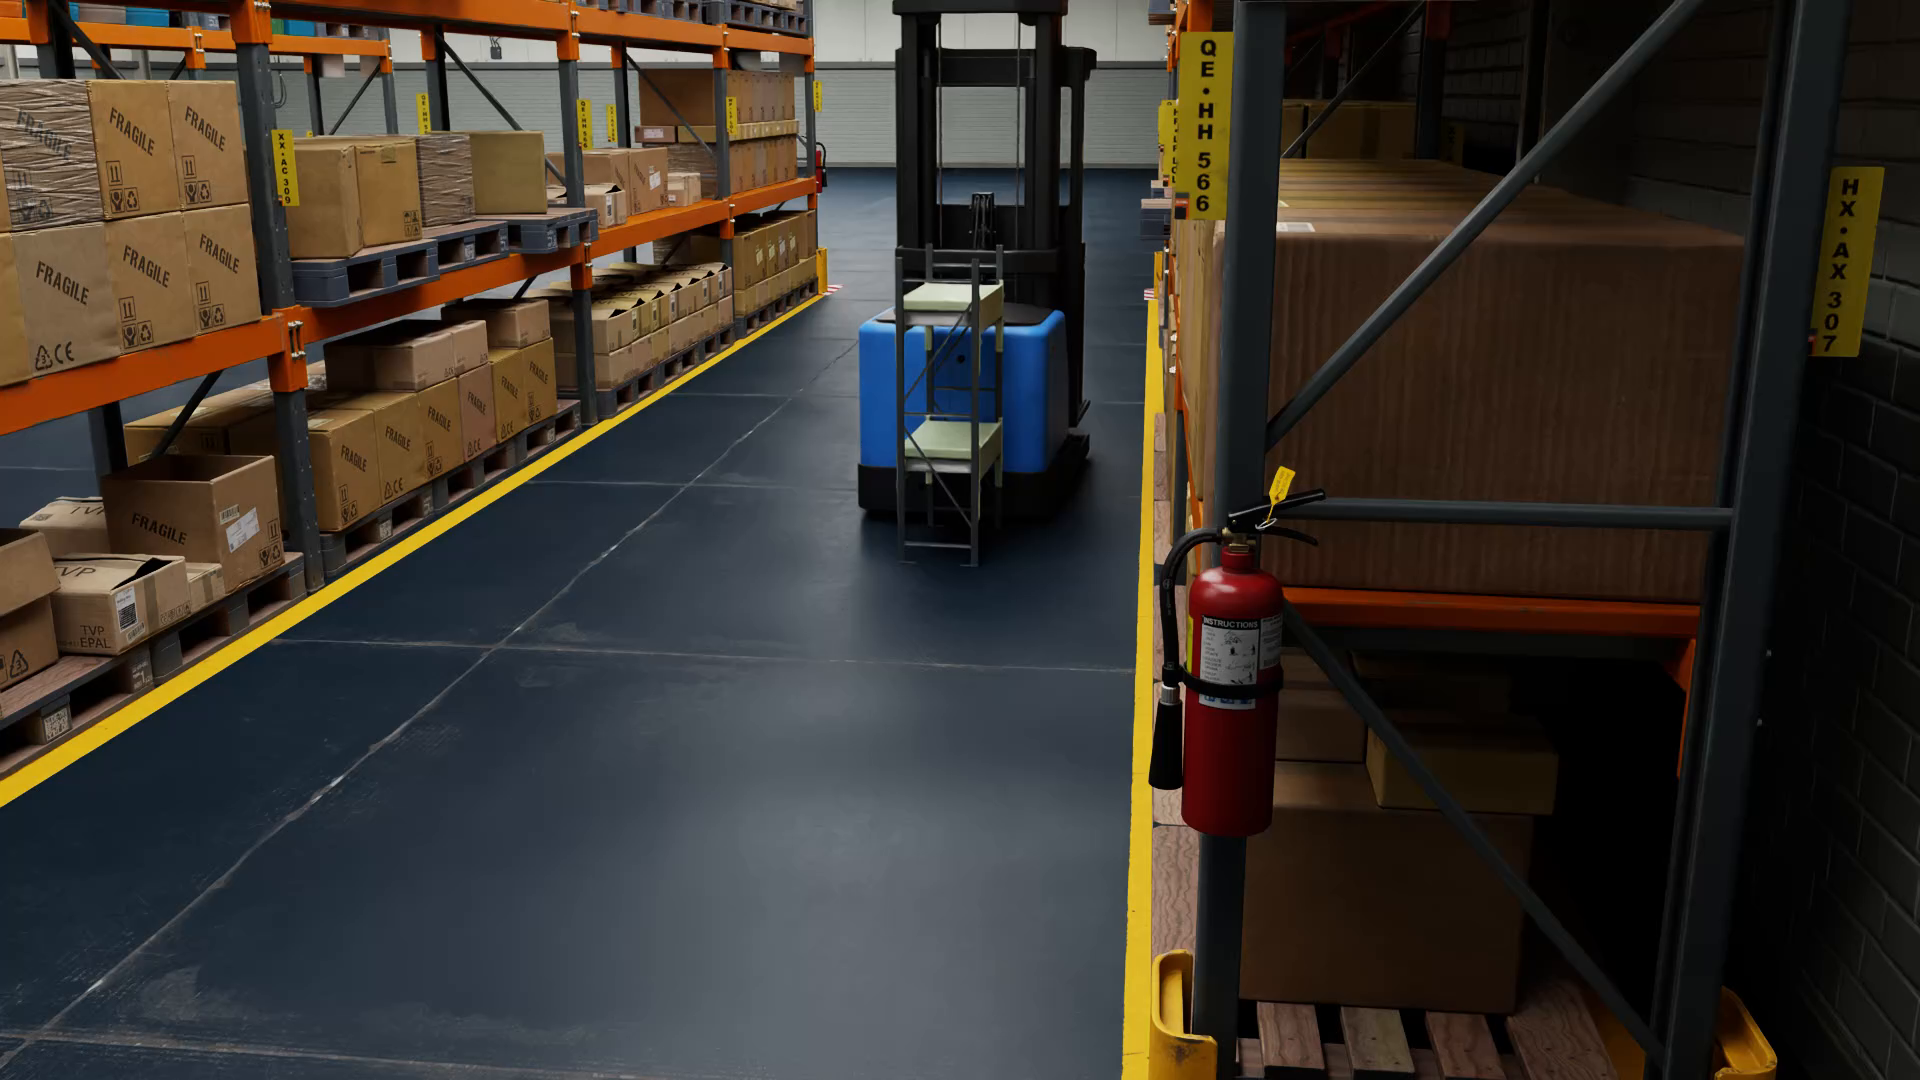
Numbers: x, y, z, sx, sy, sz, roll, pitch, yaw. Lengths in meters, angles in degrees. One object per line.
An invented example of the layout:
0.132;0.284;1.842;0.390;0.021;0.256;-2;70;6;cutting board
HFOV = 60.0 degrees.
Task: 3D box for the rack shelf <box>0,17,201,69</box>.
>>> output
-7.740;-4.028;13.444;1.077;0.370;4.000;2;15;6;rack shelf

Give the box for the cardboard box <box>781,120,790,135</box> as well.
-2.053;-4.459;17.972;0.380;0.149;0.250;1;15;5;cardboard box

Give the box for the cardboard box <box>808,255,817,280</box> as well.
-1.909;-3.064;18.711;0.500;0.250;0.500;2;15;6;cardboard box

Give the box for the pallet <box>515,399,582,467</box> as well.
-3.166;-0.723;10.932;1.003;0.211;1.213;2;15;6;pallet

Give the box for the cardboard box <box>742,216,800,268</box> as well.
-2.005;-3.166;17.652;0.500;0.500;0.500;2;15;6;cardboard box

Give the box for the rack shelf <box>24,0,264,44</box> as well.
-3.722;-1.806;5.228;1.077;0.370;4.000;2;15;6;rack shelf

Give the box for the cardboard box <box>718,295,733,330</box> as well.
-2.352;-2.059;14.992;0.500;0.250;0.500;2;15;6;cardboard box

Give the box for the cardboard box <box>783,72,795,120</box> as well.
-2.213;-4.877;18.274;0.700;0.500;0.500;2;15;6;cardboard box

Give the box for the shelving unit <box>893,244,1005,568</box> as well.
-0.043;-0.693;8.352;0.431;1.500;0.755;3;15;10;shelving unit

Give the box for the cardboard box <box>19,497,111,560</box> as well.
-3.758;-0.036;7.358;0.500;0.311;0.500;2;15;6;cardboard box

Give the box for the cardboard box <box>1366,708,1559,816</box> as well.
1.139;0.503;3.798;0.380;0.149;0.250;2;15;7;cardboard box

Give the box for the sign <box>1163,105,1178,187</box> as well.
0.886;-1.614;6.817;0.100;0.325;0.005;2;15;6;sign

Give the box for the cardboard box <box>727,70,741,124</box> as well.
-2.494;-4.220;15.846;0.700;0.500;0.500;2;15;6;cardboard box

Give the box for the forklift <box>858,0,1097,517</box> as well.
0.215;-1.877;9.987;1.130;2.935;3.031;3;15;10;forklift

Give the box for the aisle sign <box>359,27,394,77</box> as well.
-6.760;-5.748;19.194;0.394;0.787;0.004;2;15;6;aisle sign

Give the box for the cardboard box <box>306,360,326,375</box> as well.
-3.549;-0.757;9.659;0.500;0.500;0.500;1;15;4;cardboard box

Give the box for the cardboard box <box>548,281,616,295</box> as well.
-3.060;-1.947;13.504;0.500;0.311;0.500;2;15;8;cardboard box

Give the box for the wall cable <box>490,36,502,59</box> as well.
-13.275;-17.672;50.264;2.305;6.003;0.169;2;15;6;wall cable

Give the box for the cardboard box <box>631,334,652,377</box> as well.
-2.638;-1.395;12.537;0.500;0.250;0.500;1;15;5;cardboard box

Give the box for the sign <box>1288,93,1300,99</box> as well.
2.881;-3.698;14.373;0.100;0.325;0.005;2;15;6;sign

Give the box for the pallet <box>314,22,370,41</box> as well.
-7.254;-5.629;18.347;1.003;0.211;1.213;2;15;6;pallet

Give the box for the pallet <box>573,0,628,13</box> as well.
-3.057;-3.797;11.574;1.213;0.211;1.003;2;15;9;pallet

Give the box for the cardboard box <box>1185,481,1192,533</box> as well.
1.020;-0.114;6.080;0.380;0.149;0.250;2;15;8;cardboard box

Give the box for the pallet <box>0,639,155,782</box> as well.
-3.710;0.617;5.976;1.003;0.211;1.213;2;15;6;pallet

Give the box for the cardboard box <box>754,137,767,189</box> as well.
-2.379;-3.863;17.009;0.700;0.500;0.500;2;15;8;cardboard box

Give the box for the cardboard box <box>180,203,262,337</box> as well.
-3.297;-1.135;6.923;0.500;0.500;0.500;2;15;7;cardboard box

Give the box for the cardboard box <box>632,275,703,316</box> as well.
-2.465;-2.067;13.950;0.500;0.311;0.500;2;15;6;cardboard box

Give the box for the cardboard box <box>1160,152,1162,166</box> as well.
2.126;-3.715;15.467;0.500;0.500;0.500;2;15;6;cardboard box

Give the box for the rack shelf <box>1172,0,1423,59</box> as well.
1.652;-2.699;8.528;1.077;0.370;4.000;2;15;6;rack shelf

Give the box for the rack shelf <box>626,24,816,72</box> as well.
-2.368;-4.919;16.738;1.077;0.370;4.000;2;15;6;rack shelf

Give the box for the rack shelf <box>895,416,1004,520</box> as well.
-0.043;-0.378;8.437;0.431;0.370;0.720;3;15;10;rack shelf

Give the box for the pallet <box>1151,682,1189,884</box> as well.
1.128;0.779;5.377;1.003;0.211;1.213;2;15;6;pallet

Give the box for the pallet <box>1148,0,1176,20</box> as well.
2.040;-4.086;12.638;1.213;0.211;1.003;2;15;6;pallet

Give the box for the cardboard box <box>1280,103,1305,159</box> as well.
1.225;-1.772;7.231;0.500;0.250;0.500;2;15;8;cardboard box

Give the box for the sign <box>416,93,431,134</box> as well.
-3.596;-2.836;11.186;0.100;0.325;0.005;2;15;6;sign

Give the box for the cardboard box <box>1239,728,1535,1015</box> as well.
0.955;0.777;4.025;0.700;0.500;0.500;2;15;6;cardboard box

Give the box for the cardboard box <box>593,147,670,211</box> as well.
-2.756;-3.012;13.864;0.500;0.500;0.500;3;15;10;cardboard box

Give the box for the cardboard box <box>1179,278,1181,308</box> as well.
1.188;-1.130;7.538;0.380;0.149;0.250;2;15;7;cardboard box

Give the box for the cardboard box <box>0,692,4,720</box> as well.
-3.491;0.536;5.358;0.500;0.250;0.500;2;15;6;cardboard box

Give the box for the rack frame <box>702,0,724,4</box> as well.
-2.593;-6.195;14.334;1.000;3.000;0.127;2;15;6;rack frame

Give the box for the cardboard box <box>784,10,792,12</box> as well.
-2.211;-5.956;17.925;0.797;0.503;0.637;3;15;10;cardboard box

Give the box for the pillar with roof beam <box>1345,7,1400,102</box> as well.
-1.393;-5.451;11.583;9.100;9.000;0.400;2;15;6;pillar with roof beam

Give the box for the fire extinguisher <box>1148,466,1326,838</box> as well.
0.500;0.201;3.035;0.296;0.674;0.183;2;15;6;fire extinguisher

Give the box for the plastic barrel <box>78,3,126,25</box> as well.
-7.430;-4.828;14.064;0.600;0.901;0.600;0;15;0;plastic barrel

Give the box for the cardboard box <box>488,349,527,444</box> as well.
-2.976;-0.884;10.130;0.500;0.500;0.500;1;15;4;cardboard box

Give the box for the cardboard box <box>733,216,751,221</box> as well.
-2.522;-3.182;17.709;0.500;0.500;0.500;2;15;6;cardboard box

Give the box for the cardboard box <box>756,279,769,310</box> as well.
-2.178;-2.416;16.312;0.500;0.250;0.500;2;15;6;cardboard box

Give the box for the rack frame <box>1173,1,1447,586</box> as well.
1.427;-1.079;6.908;1.000;3.000;0.127;2;15;6;rack frame

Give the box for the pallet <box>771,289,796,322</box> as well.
-2.327;-2.476;17.413;1.003;0.211;1.213;2;15;6;pallet

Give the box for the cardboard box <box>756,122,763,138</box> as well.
-2.199;-4.127;16.742;0.380;0.149;0.250;2;15;6;cardboard box

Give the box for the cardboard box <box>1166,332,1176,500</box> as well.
1.468;-0.647;8.624;0.750;0.750;0.750;2;15;8;cardboard box

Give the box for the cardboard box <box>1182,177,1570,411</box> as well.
1.189;-0.706;4.951;0.980;0.700;0.700;1;15;4;cardboard box

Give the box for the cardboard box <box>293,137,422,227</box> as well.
-3.358;-1.935;9.077;0.700;0.500;0.500;-2;15;-8;cardboard box

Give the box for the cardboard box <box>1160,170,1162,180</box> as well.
2.187;-3.483;16.046;0.500;0.250;0.500;2;15;6;cardboard box

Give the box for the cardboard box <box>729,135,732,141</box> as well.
-2.342;-3.790;15.497;0.380;0.149;0.250;2;15;7;cardboard box
